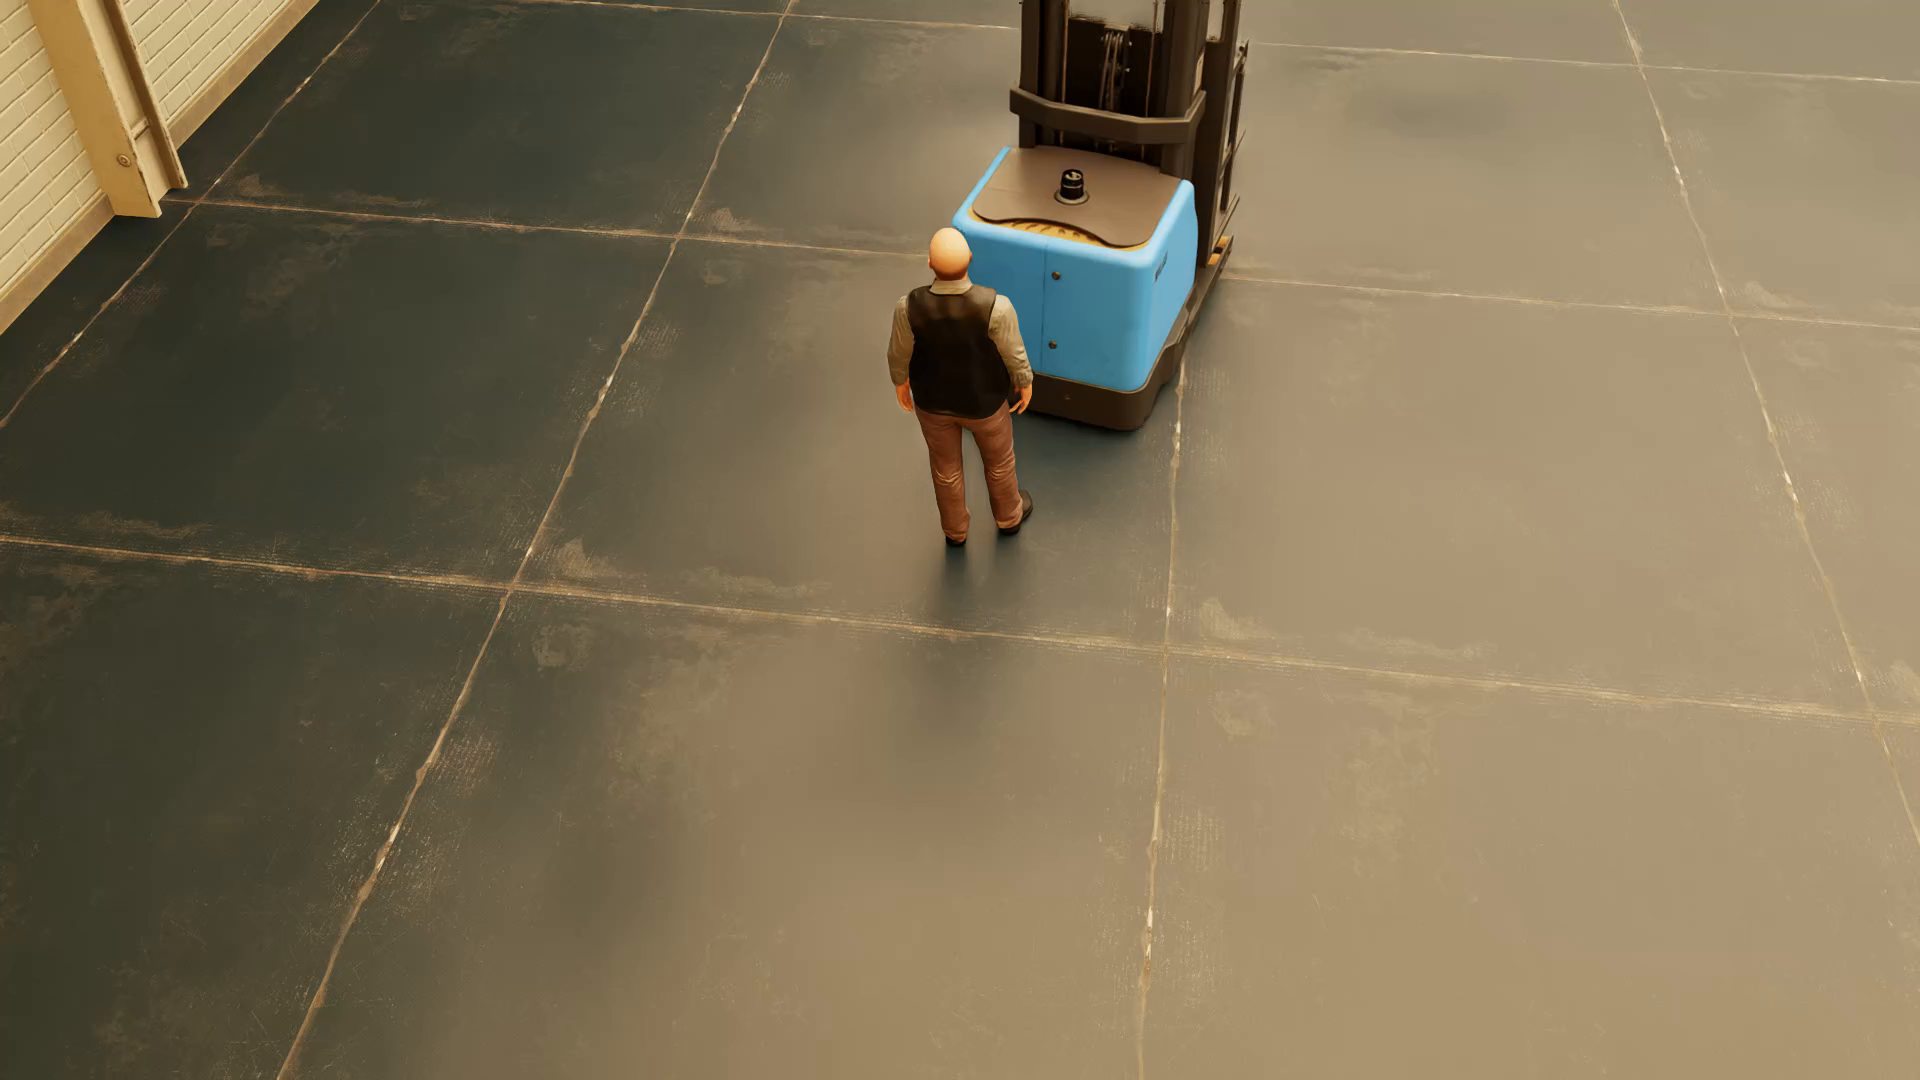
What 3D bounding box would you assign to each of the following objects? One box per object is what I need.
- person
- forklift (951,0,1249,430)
[{"bbox_3d":[0.016,-0.680,7.348,0.632,1.720,0.568,5,43,6],"label":"person"},{"bbox_3d":[0.936,-2.640,8.599,1.130,2.935,3.031,14,44,15],"label":"forklift"}]
